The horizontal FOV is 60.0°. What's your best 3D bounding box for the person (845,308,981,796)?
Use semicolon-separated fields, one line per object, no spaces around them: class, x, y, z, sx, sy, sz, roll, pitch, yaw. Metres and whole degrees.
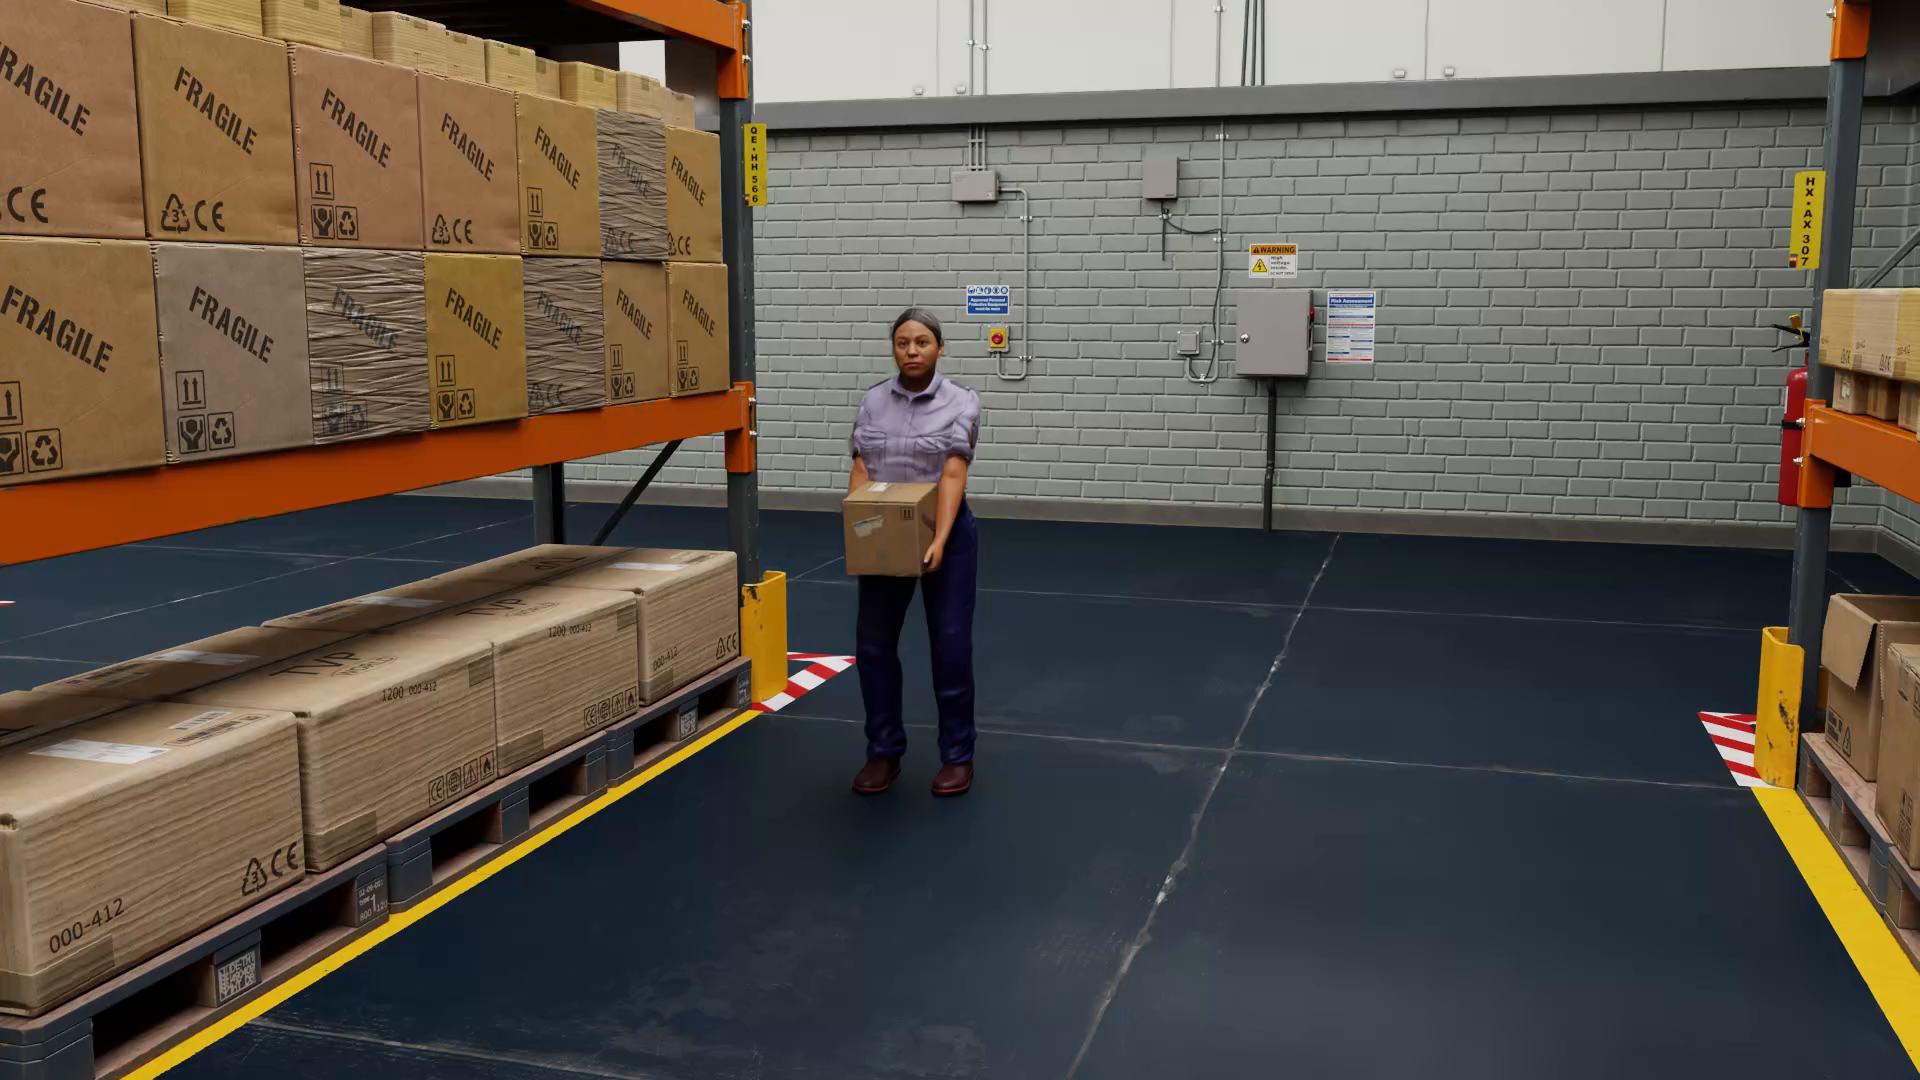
person;-0.160;0.044;5.633;0.434;1.645;0.536;2;9;15
